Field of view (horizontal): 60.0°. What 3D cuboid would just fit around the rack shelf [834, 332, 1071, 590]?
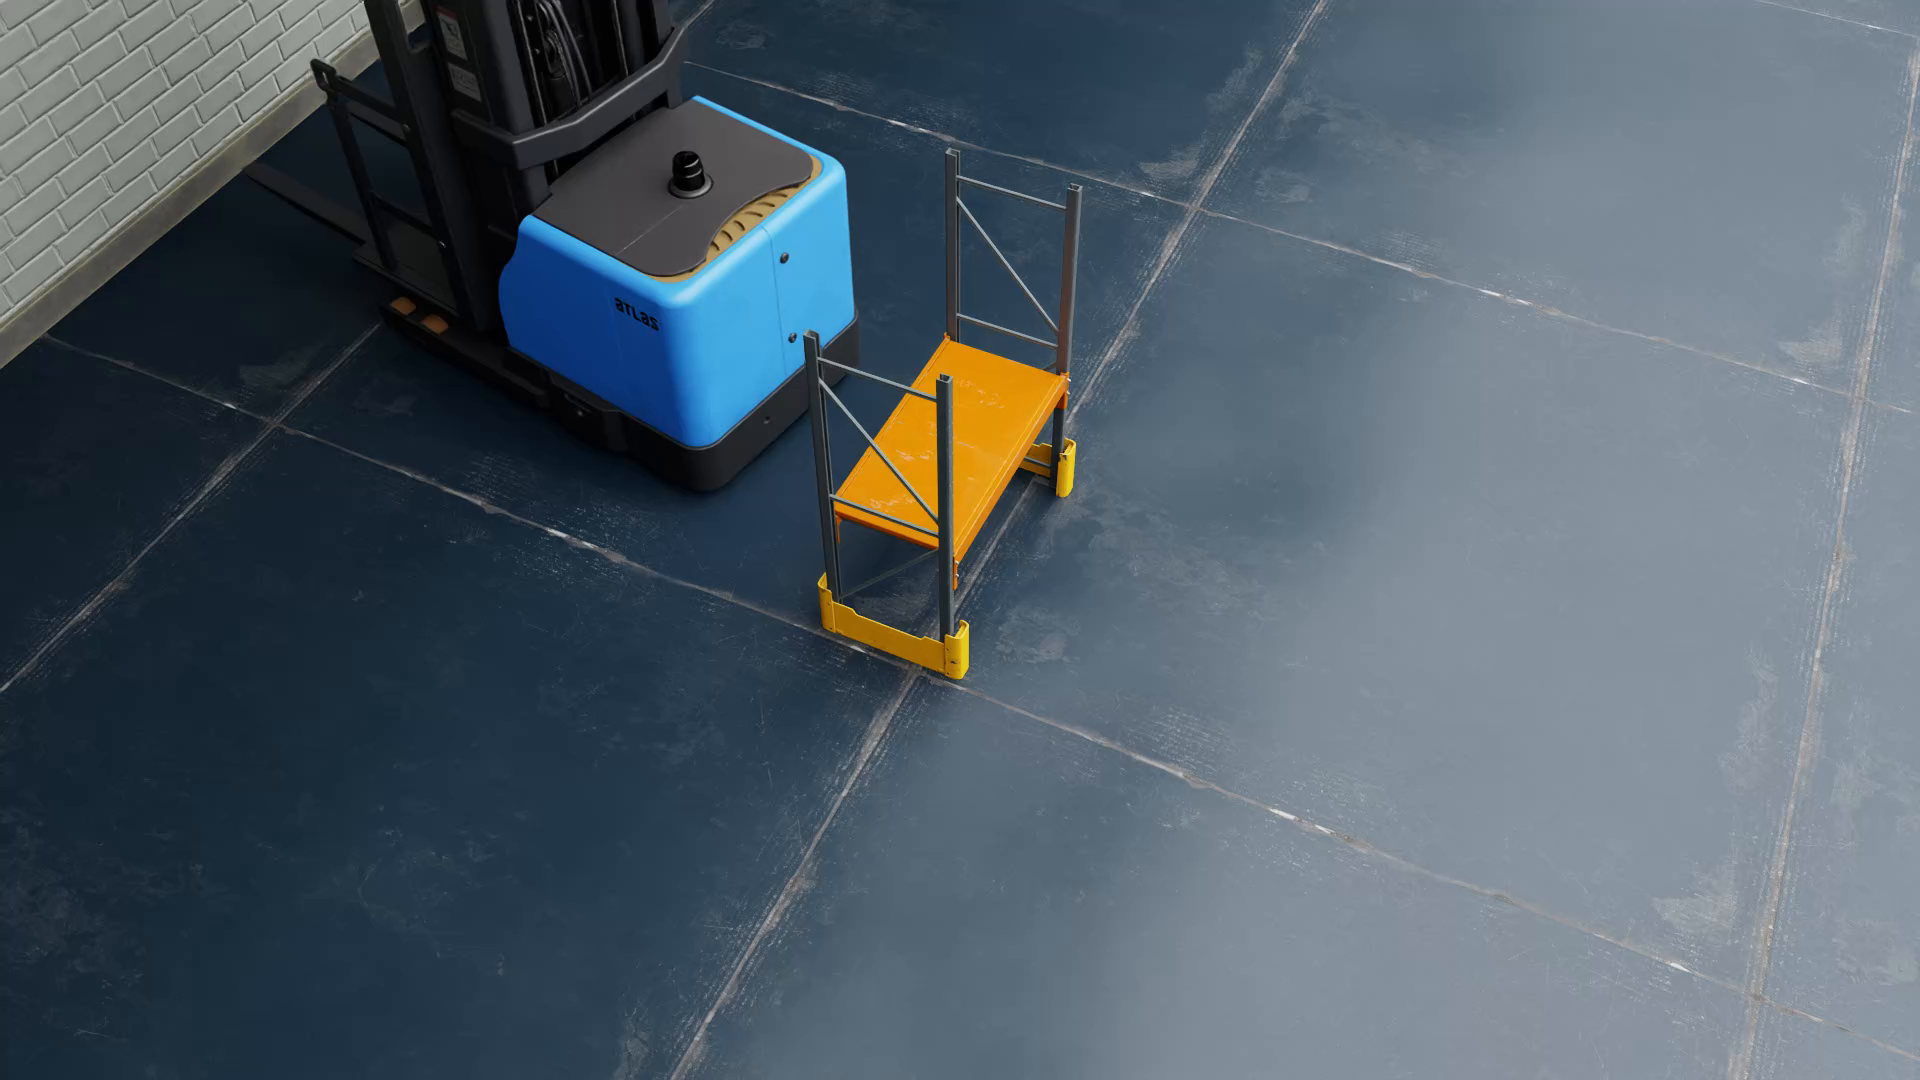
[{"bbox_3d":[-0.036,-0.311,6.081,0.538,0.185,1.000,20,52,16],"label":"rack shelf"}]

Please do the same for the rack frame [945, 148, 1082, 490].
[{"bbox_3d":[0.181,-0.777,6.242,0.500,1.500,0.032,20,52,16],"label":"rack frame"}]

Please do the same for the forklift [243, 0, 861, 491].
[{"bbox_3d":[-1.919,-2.065,6.398,3.031,2.935,1.130,29,55,22],"label":"forklift"}]

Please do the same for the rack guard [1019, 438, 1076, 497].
[{"bbox_3d":[0.180,-0.371,6.717,0.587,0.250,0.087,20,52,16],"label":"rack guard"}]

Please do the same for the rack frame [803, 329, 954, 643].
[{"bbox_3d":[-0.254,-0.077,5.646,0.500,1.500,0.032,20,52,16],"label":"rack frame"}]

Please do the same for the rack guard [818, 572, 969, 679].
[{"bbox_3d":[-0.245,0.314,6.133,0.587,0.250,0.087,20,52,16],"label":"rack guard"}]

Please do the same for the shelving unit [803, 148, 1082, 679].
[{"bbox_3d":[-0.033,-0.434,5.949,0.587,1.500,1.083,20,52,16],"label":"shelving unit"}]
